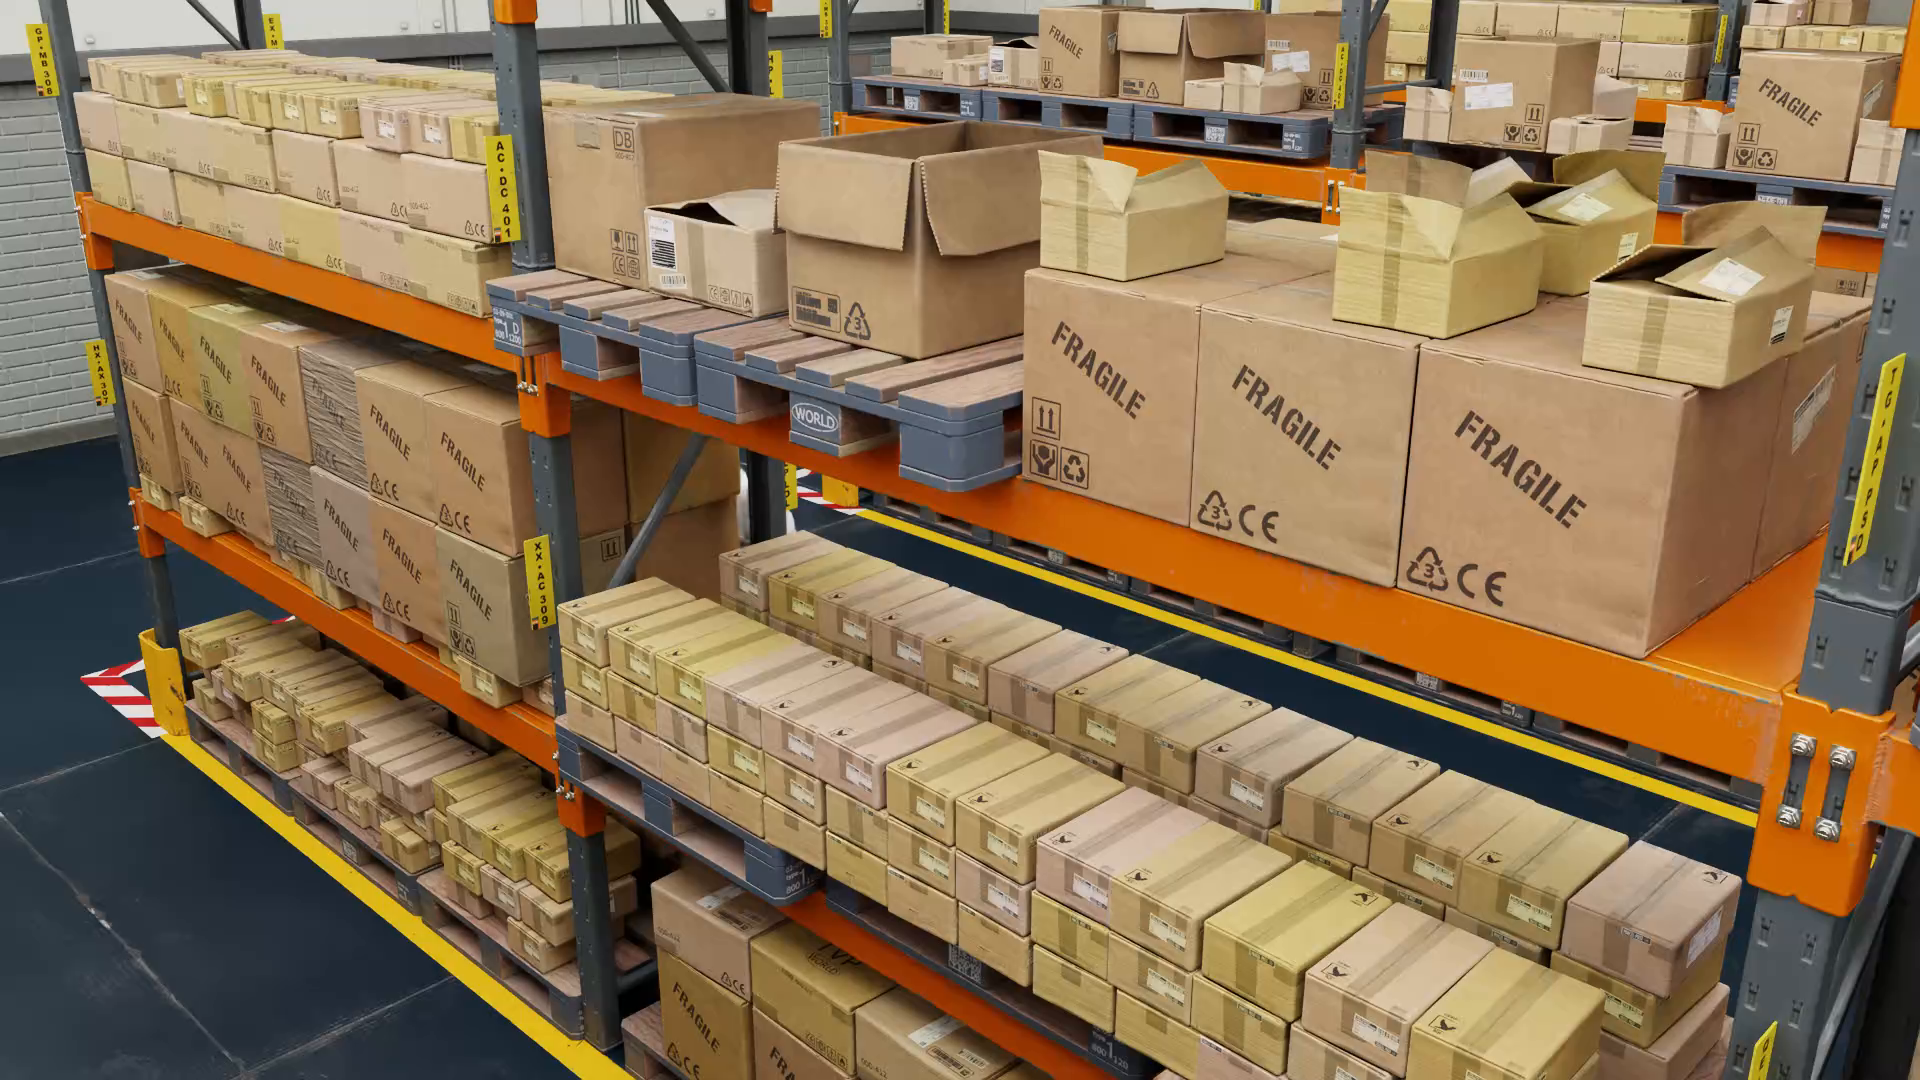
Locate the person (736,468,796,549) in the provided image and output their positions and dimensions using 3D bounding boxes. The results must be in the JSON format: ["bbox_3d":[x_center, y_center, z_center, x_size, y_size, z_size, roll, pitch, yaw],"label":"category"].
[{"bbox_3d":[-1.270,0.132,9.034,0.473,1.543,0.823,18,27,40],"label":"person"}]
